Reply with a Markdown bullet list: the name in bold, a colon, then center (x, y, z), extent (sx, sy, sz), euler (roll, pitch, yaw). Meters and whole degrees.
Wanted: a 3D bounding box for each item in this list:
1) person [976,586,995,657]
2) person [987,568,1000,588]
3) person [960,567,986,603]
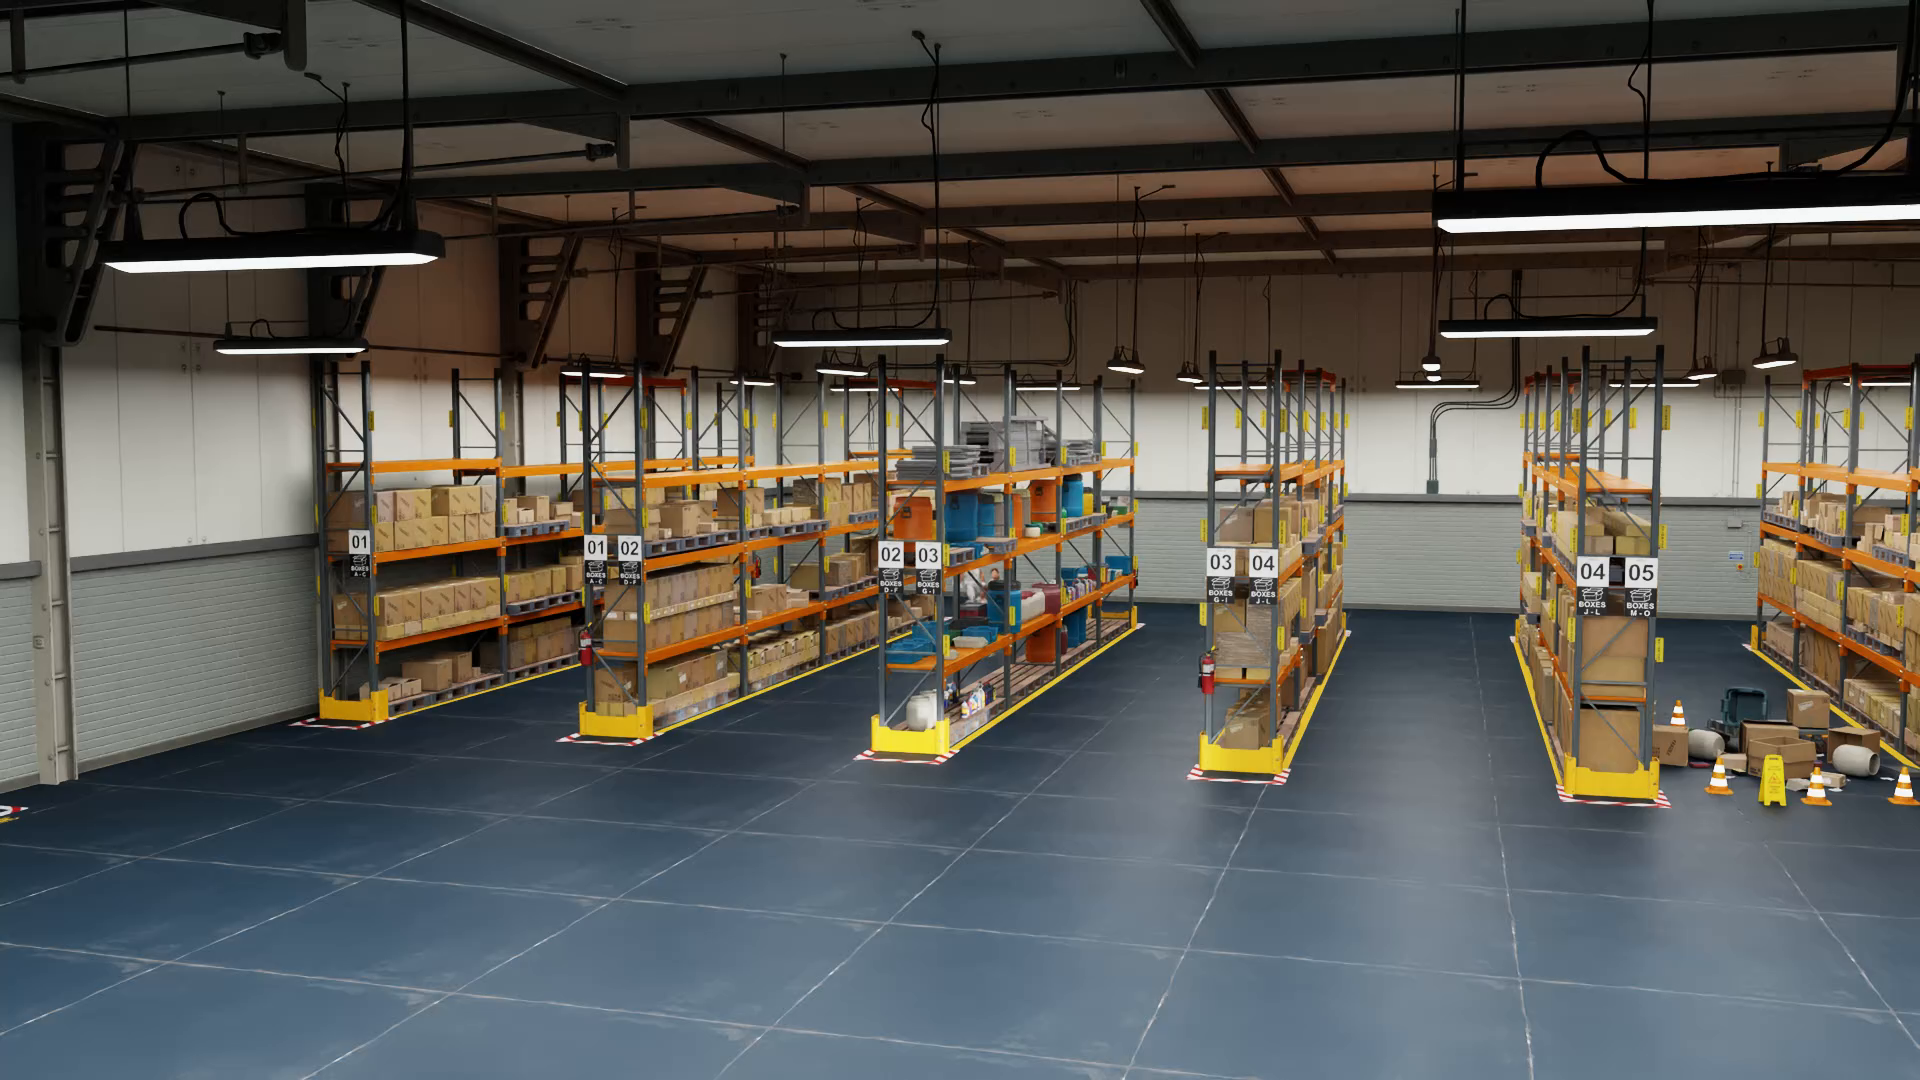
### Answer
- **person**: center (0.490, 1.724, 34.721), extent (0.480, 1.547, 0.961), euler (2, 5, 26)
- **person**: center (0.800, 1.452, 38.194), extent (0.503, 1.604, 1.064), euler (1, 4, 17)
- **person**: center (0.313, 1.124, 42.115), extent (0.573, 1.744, 1.090), euler (-2, 5, -25)
